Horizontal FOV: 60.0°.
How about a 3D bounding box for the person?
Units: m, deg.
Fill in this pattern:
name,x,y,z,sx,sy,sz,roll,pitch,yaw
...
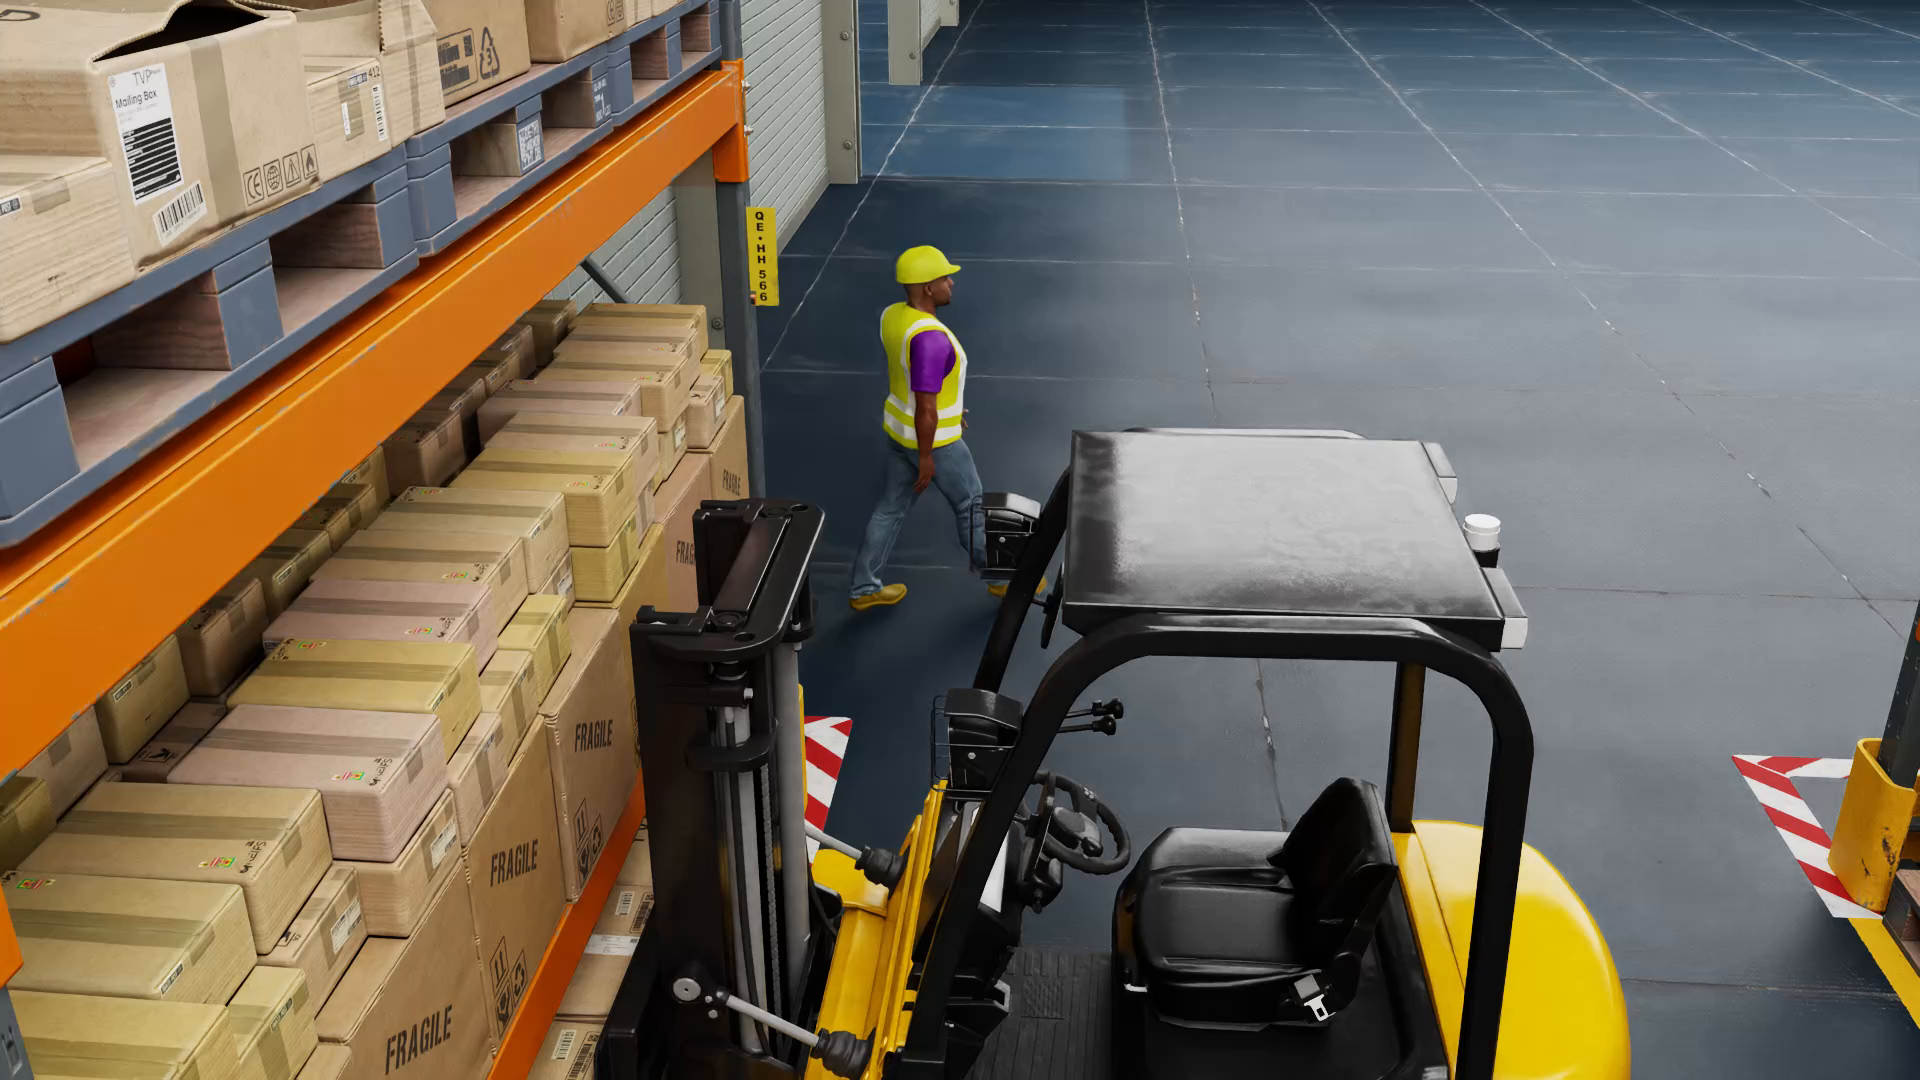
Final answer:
name,x,y,z,sx,sy,sz,roll,pitch,yaw
person,-0.077,-0.518,7.678,0.979,1.722,0.583,-11,27,-24
